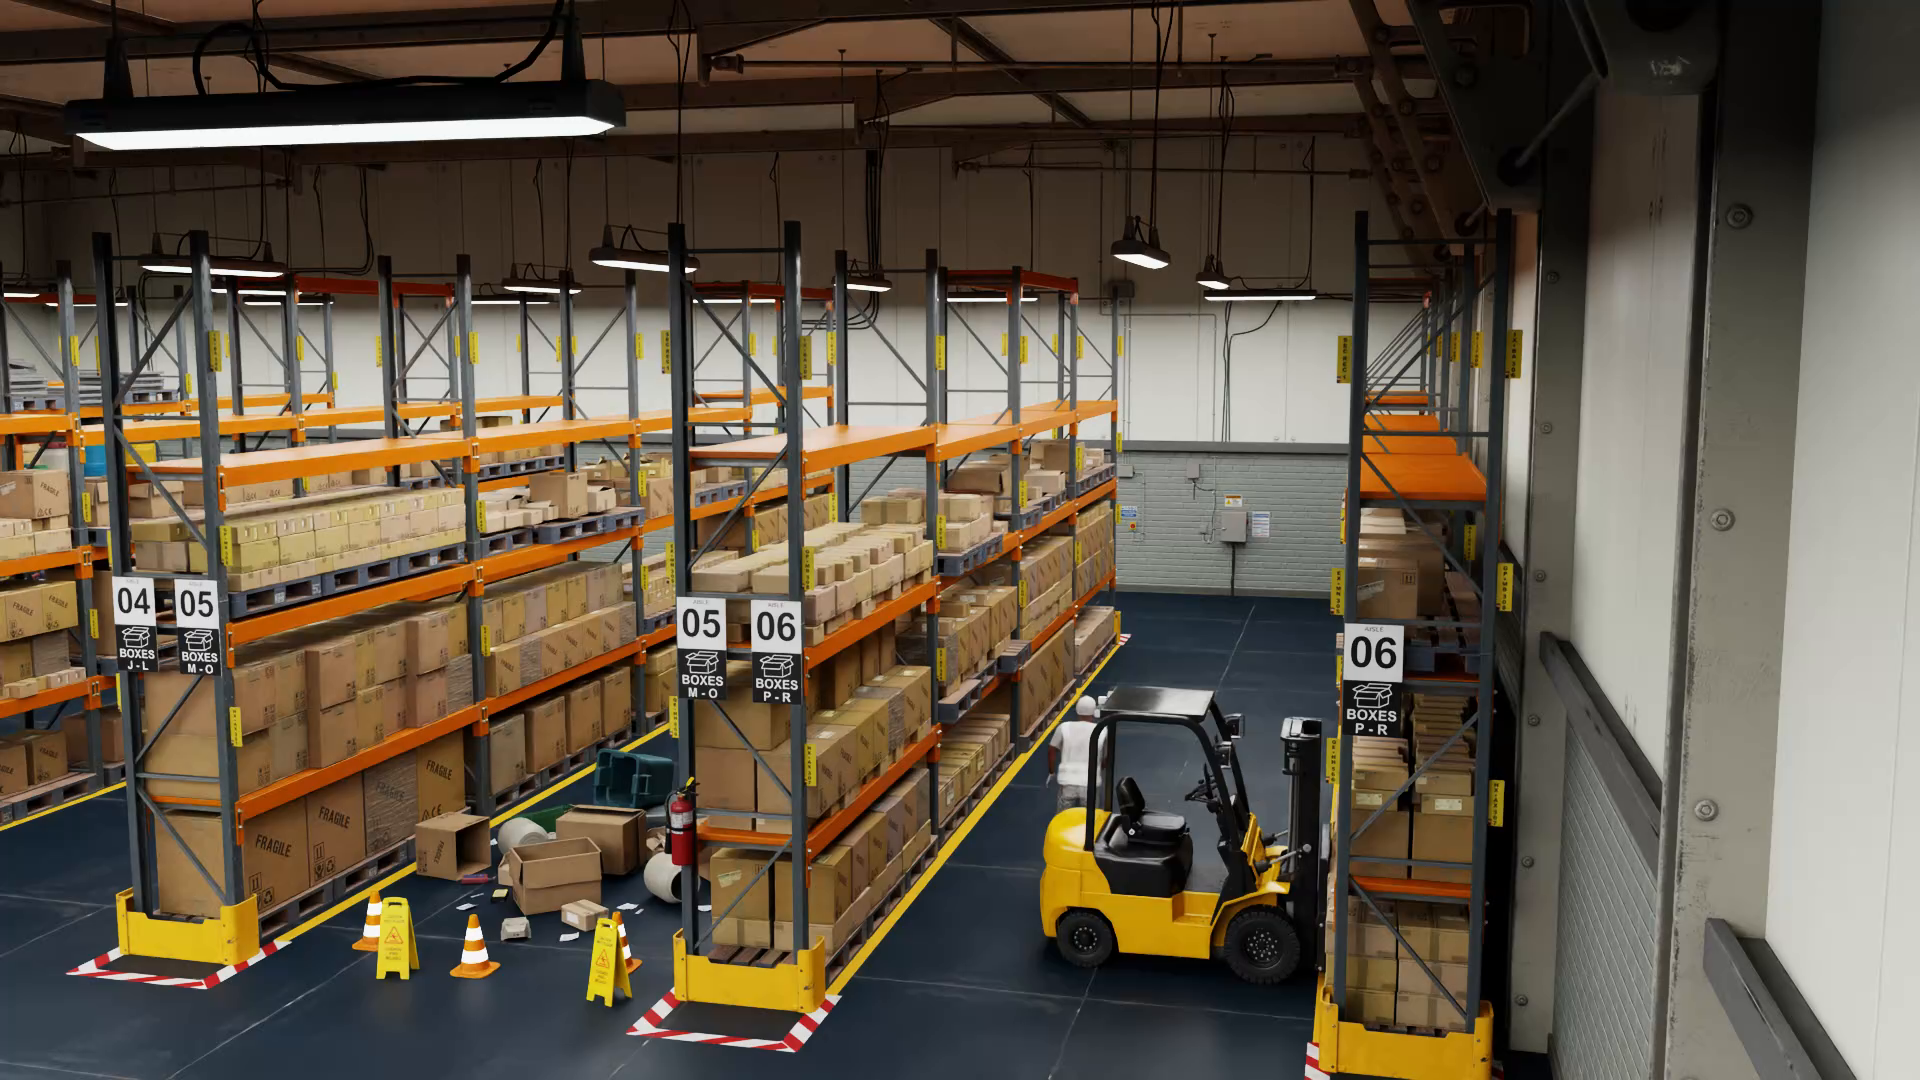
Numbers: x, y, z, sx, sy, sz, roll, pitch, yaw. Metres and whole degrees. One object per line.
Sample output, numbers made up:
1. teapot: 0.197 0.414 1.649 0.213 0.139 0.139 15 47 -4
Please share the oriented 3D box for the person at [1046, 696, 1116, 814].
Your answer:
1. person: 1.169 2.370 16.220 0.678 1.678 0.793 2 7 14
